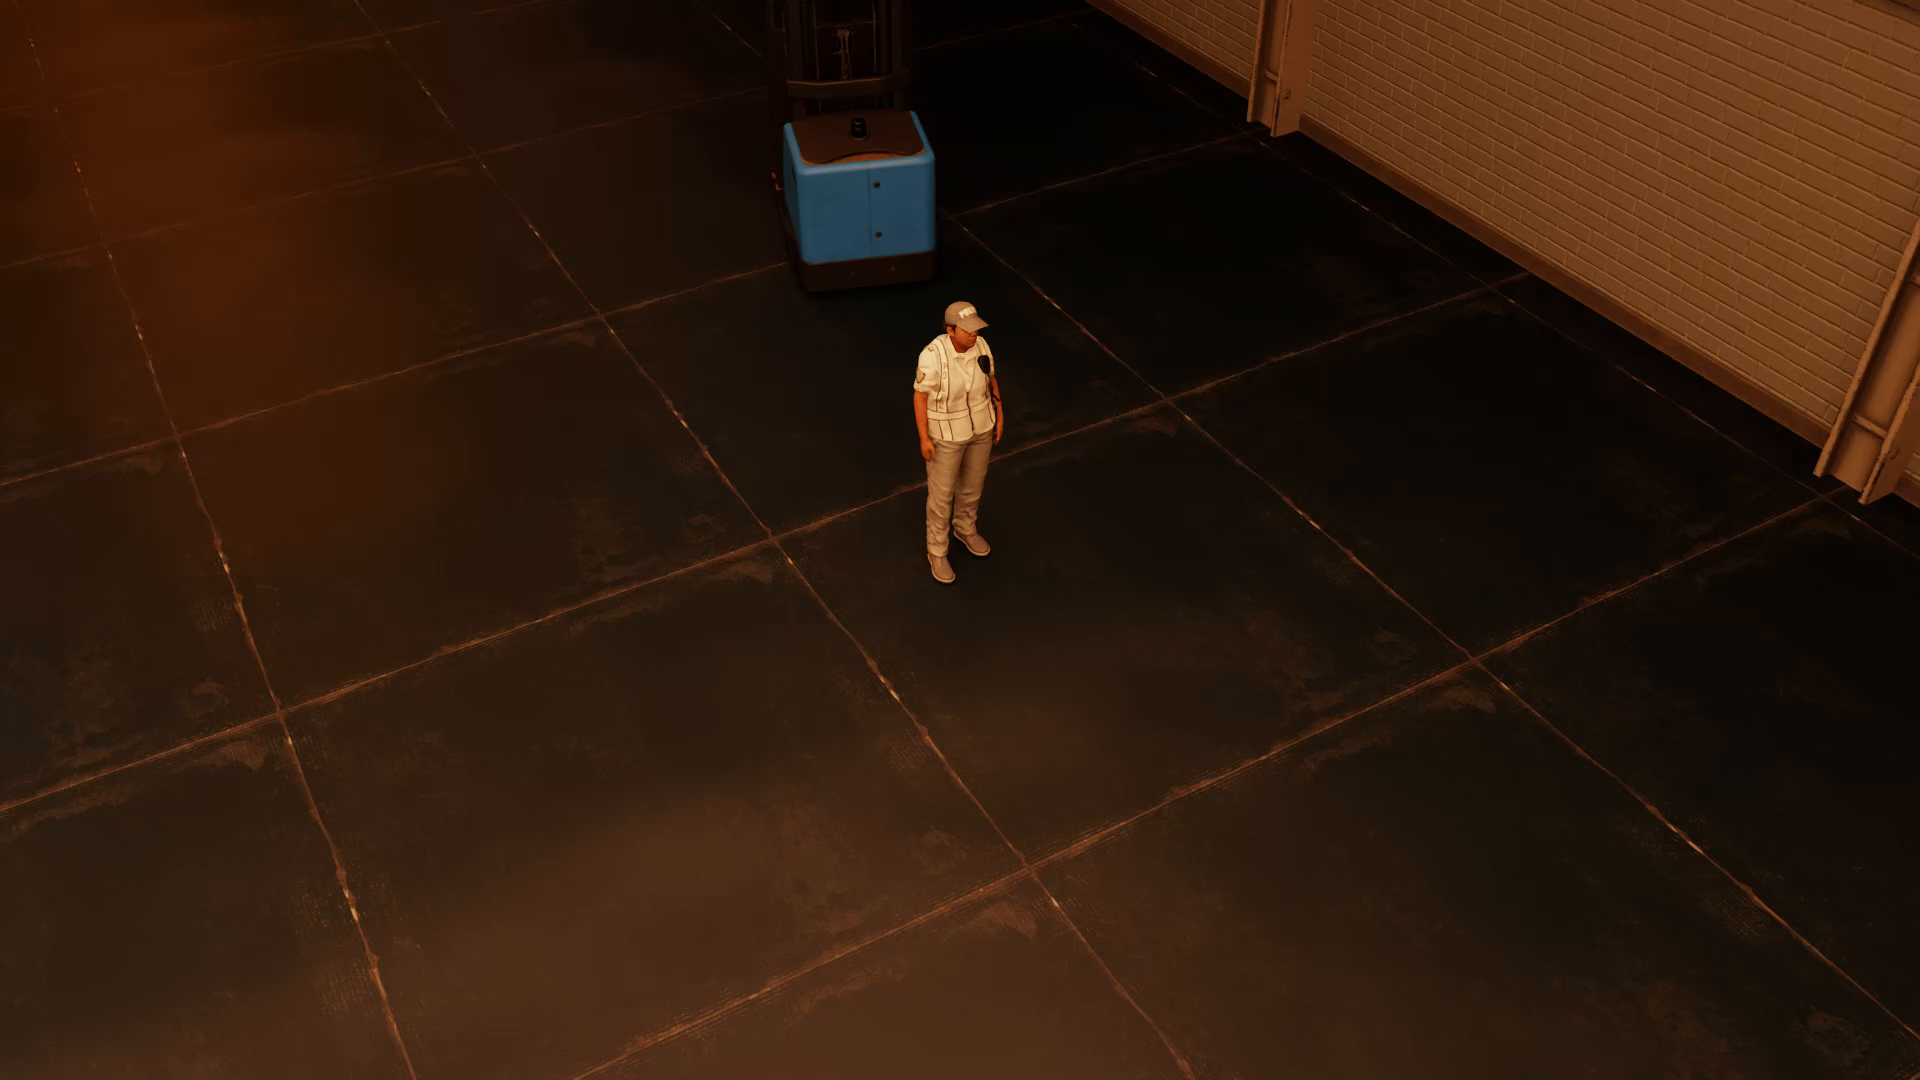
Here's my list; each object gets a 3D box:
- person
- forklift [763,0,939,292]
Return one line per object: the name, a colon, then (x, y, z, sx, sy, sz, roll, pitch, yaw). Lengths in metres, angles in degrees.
person: (0.019, -0.598, 9.735, 0.598, 1.670, 0.529, -20, 44, -23)
forklift: (-0.971, -3.930, 12.774, 1.130, 2.935, 3.031, -8, 40, -9)
